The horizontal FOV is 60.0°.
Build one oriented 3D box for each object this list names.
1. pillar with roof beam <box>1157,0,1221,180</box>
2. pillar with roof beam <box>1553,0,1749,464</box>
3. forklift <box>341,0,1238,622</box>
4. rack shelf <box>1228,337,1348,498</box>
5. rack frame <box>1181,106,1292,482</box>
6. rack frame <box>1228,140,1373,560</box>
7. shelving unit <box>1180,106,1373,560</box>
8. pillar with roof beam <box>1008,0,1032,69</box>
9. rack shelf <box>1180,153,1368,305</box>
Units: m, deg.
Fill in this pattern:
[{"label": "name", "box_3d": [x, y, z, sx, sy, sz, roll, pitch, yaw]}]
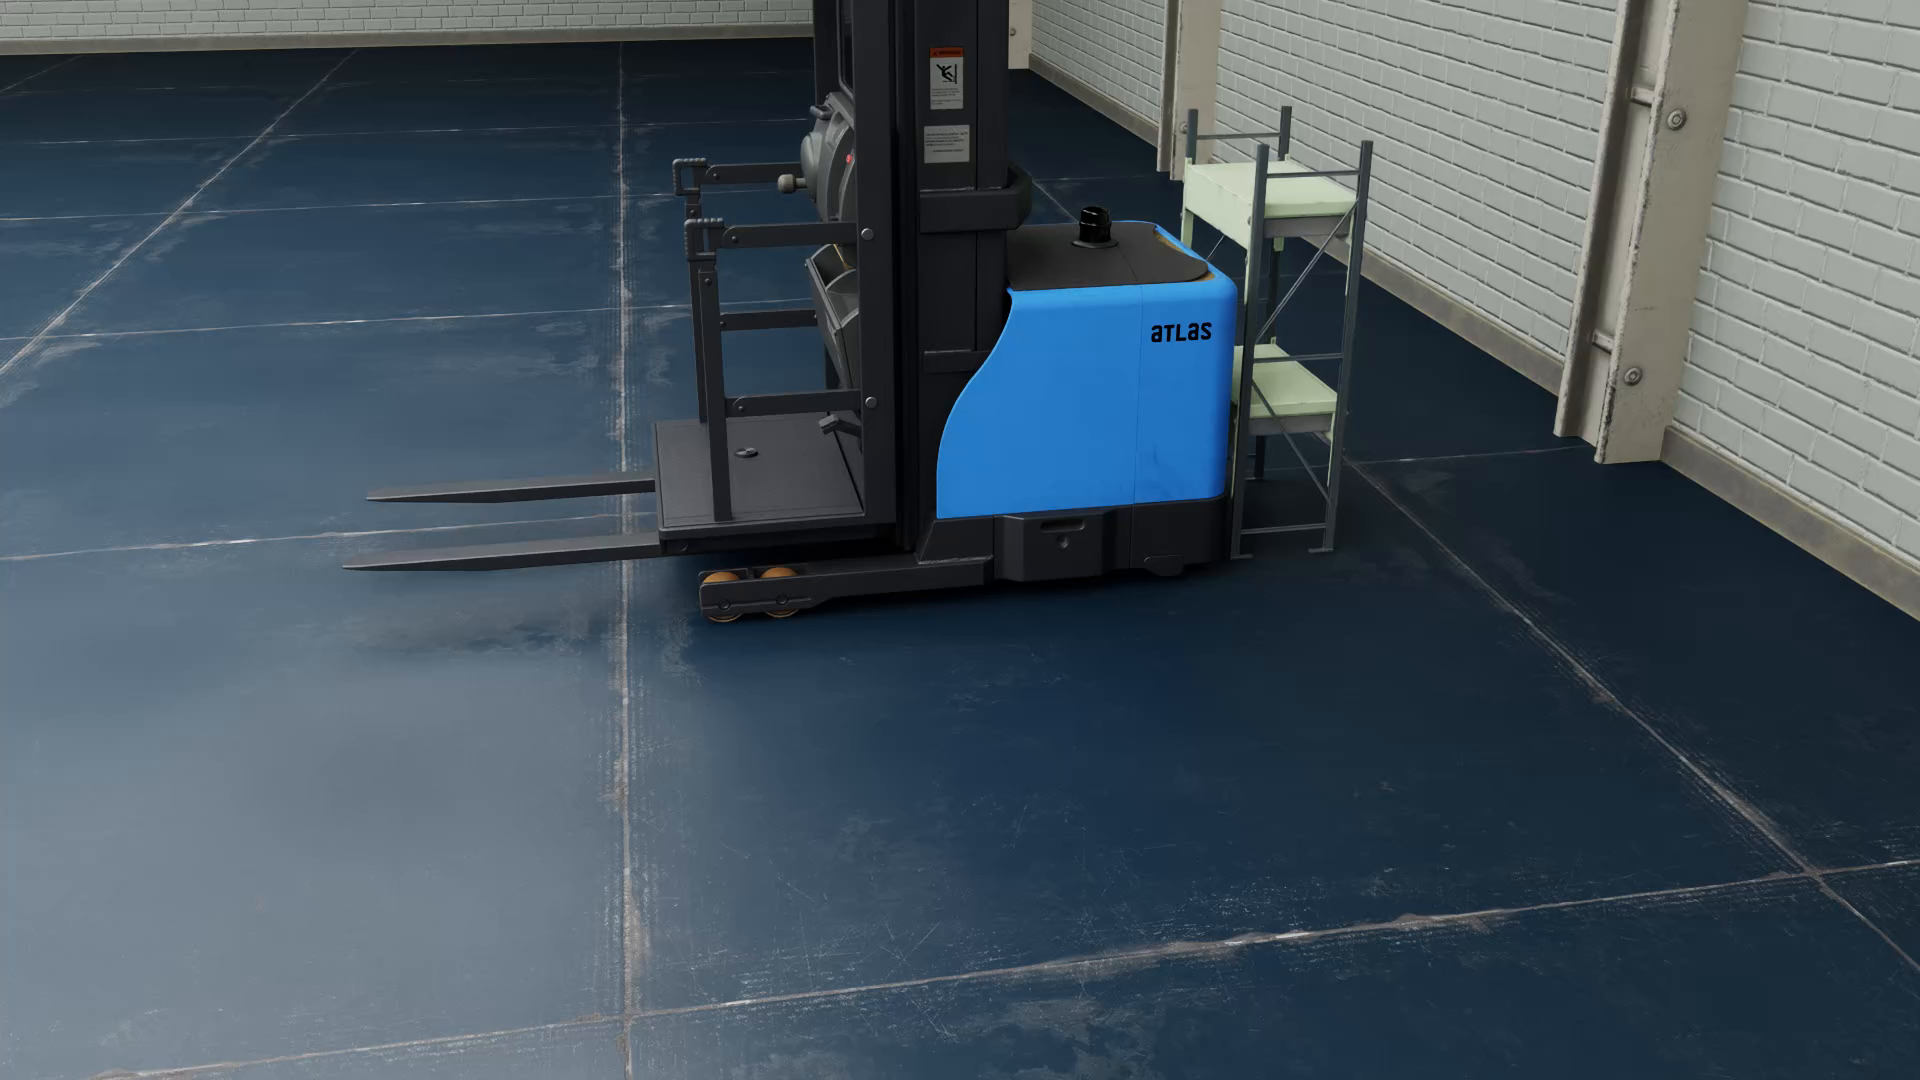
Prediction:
[{"label": "pillar with roof beam", "box_3d": [-2.537, -6.573, 10.058, 9.100, 9.000, 0.400, -4, 24, -10]}, {"label": "pillar with roof beam", "box_3d": [-1.428, -4.213, 4.654, 9.100, 9.000, 0.400, -4, 24, -10]}, {"label": "forklift", "box_3d": [-0.619, -1.295, 5.553, 3.031, 2.935, 1.130, -4, 24, -10]}, {"label": "rack shelf", "box_3d": [1.112, -0.478, 6.285, 0.431, 0.370, 0.720, -4, 24, -10]}, {"label": "rack frame", "box_3d": [1.042, -0.921, 6.484, 0.400, 1.500, 0.023, -4, 24, -10]}, {"label": "rack frame", "box_3d": [1.182, -0.633, 5.825, 0.400, 1.500, 0.023, -4, 24, -10]}, {"label": "shelving unit", "box_3d": [1.112, -0.777, 6.155, 0.431, 1.500, 0.755, -4, 24, -10]}, {"label": "pillar with roof beam", "box_3d": [-3.647, -8.933, 15.461, 9.100, 9.000, 0.400, -4, 24, -10]}, {"label": "rack shelf", "box_3d": [1.112, -1.134, 5.998, 0.431, 0.370, 0.720, -4, 24, -10]}]
